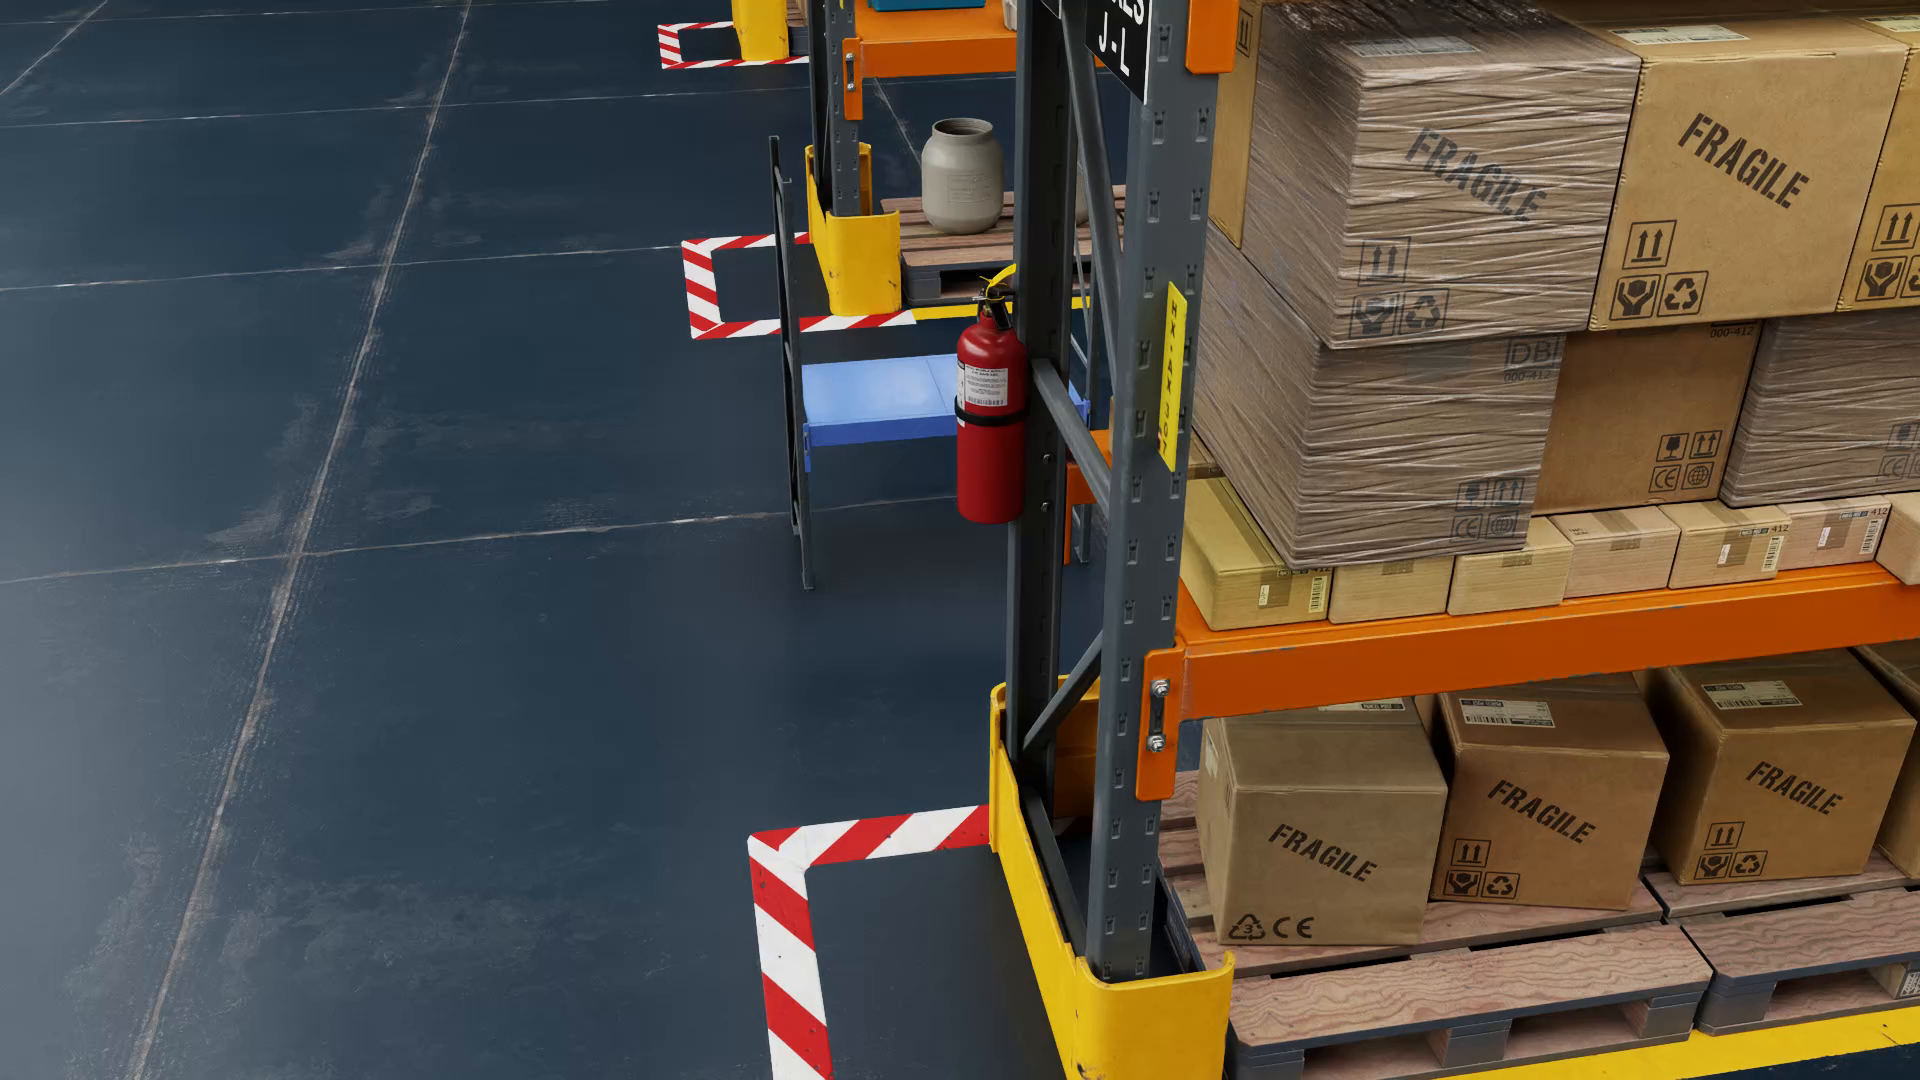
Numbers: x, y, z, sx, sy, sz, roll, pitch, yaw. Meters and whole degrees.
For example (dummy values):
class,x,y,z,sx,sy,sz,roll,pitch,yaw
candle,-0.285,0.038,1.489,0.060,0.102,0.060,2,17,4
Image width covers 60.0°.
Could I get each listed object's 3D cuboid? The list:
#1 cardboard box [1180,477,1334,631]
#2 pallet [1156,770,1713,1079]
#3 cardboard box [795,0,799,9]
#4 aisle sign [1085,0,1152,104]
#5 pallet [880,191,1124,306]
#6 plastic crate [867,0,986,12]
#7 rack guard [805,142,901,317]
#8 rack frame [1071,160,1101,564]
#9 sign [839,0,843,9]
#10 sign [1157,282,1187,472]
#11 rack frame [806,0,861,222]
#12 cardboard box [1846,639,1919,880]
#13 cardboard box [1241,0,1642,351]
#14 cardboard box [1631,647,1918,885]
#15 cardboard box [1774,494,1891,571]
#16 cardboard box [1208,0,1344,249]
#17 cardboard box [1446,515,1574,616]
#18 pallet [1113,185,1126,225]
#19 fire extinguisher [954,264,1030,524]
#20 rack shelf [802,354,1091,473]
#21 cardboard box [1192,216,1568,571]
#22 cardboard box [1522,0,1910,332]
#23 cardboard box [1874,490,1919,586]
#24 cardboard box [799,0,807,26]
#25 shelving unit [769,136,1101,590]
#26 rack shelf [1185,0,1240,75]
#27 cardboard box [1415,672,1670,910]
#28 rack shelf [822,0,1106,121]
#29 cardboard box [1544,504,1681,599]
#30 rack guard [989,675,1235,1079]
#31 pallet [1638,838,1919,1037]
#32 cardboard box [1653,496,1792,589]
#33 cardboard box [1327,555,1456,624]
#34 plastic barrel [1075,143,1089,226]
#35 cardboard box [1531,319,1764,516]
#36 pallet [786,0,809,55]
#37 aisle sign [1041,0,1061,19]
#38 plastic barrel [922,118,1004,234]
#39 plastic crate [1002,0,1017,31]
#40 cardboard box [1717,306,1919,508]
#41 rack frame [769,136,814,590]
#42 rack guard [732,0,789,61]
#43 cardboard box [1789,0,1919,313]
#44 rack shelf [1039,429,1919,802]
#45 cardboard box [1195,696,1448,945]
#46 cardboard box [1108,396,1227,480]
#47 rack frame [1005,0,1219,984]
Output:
class,x,y,z,sx,sy,sz,roll,pitch,yaw
cardboard box,0.596,0.019,3.506,0.250,0.149,0.380,-5,31,-9
pallet,1.153,0.957,4.415,1.213,0.211,1.003,-5,31,-9
cardboard box,-1.033,-4.313,12.925,0.500,0.250,0.500,-5,31,-9
aisle sign,0.266,-1.147,2.677,0.004,0.787,0.394,-5,31,-9
pallet,0.247,-1.551,8.680,1.213,0.211,1.003,-5,31,-9
plastic crate,-0.181,-2.782,8.169,0.616,0.251,0.499,-5,31,-9
rack guard,-0.553,-1.604,8.485,0.348,0.500,1.175,-5,31,-9
rack frame,0.416,-0.685,5.936,0.032,1.500,0.500,-5,31,-9
sign,-0.524,-2.496,7.263,0.005,0.325,0.100,-5,31,-9
sign,0.371,-0.285,2.921,0.005,0.325,0.100,-5,31,-9
rack frame,-0.619,-2.651,7.800,0.127,3.000,1.000,-5,31,-9
cardboard box,2.648,0.518,4.462,0.500,0.500,0.500,-8,31,-13
cardboard box,0.863,-0.699,3.100,0.500,0.500,0.500,-5,31,-9
cardboard box,2.091,0.547,4.413,0.500,0.500,0.500,-3,31,-4
cardboard box,1.825,-0.098,3.706,0.250,0.149,0.380,-5,31,-9
cardboard box,0.769,-0.958,3.541,0.500,0.500,0.500,-5,31,-9
cardboard box,1.094,-0.009,3.555,0.250,0.149,0.380,-5,31,-9
pallet,1.445,-1.661,8.866,1.213,0.211,1.003,-5,31,-9
fire extinguisher,0.077,-0.368,3.993,0.183,0.674,0.296,-5,31,-9
rack shelf,-0.084,-0.484,5.948,1.000,0.185,0.538,-5,31,-9
cardboard box,0.819,-0.390,3.561,0.500,0.500,0.875,-5,31,-9
cardboard box,1.356,-0.741,3.172,0.500,0.500,0.500,-5,31,-9
cardboard box,2.089,-0.069,3.657,0.250,0.149,0.380,-5,31,-9
cardboard box,-0.940,-4.055,12.486,0.500,0.250,0.500,-5,31,-9
shelving unit,-0.084,-0.639,5.857,1.048,1.500,0.538,-5,31,-9
rack shelf,2.240,-1.347,3.333,4.000,0.370,1.077,-5,31,-9
cardboard box,1.472,0.594,4.332,0.500,0.500,0.500,2,31,4
rack shelf,1.348,-2.524,8.293,4.000,0.370,1.077,-5,31,-9
cardboard box,1.336,-0.043,3.611,0.250,0.149,0.380,-5,31,-9
rack guard,0.348,0.889,4.246,0.348,0.500,1.175,-5,31,-9
pallet,2.351,0.847,4.601,1.213,0.211,1.003,-5,31,-9
cardboard box,1.584,-0.062,3.644,0.250,0.149,0.380,-5,31,-9
cardboard box,0.846,0.006,3.528,0.250,0.149,0.380,-5,31,-9
plastic barrel,0.508,-1.904,8.569,0.421,0.512,0.421,0,30,0
cardboard box,1.289,-0.495,3.741,0.500,0.500,0.875,-5,31,-9
pallet,-0.763,-4.010,12.861,1.213,0.211,1.003,-5,31,-9
aisle sign,0.158,-1.447,3.186,0.004,0.787,0.394,-5,31,-9
plastic barrel,0.014,-1.858,8.491,0.421,0.512,0.421,0,30,0
plastic crate,0.319,-2.459,7.733,0.250,0.136,0.298,-5,31,-9
cardboard box,1.789,-0.519,3.782,0.500,0.500,0.875,-5,31,-9
rack frame,-0.584,-0.592,5.778,0.032,1.500,0.500,-5,31,-9
rack guard,-1.531,-4.042,12.630,0.348,0.500,1.175,-5,31,-9
cardboard box,1.848,-0.787,3.251,0.500,0.500,0.500,-5,31,-9
rack shelf,2.240,-0.054,4.093,4.000,0.370,1.077,-5,31,-9
cardboard box,0.890,0.666,4.210,0.500,0.500,0.500,0,30,0
cardboard box,0.516,-0.203,3.883,0.250,0.149,0.380,-5,31,-9
rack frame,0.273,-0.182,3.600,0.127,3.000,1.000,-5,31,-9
